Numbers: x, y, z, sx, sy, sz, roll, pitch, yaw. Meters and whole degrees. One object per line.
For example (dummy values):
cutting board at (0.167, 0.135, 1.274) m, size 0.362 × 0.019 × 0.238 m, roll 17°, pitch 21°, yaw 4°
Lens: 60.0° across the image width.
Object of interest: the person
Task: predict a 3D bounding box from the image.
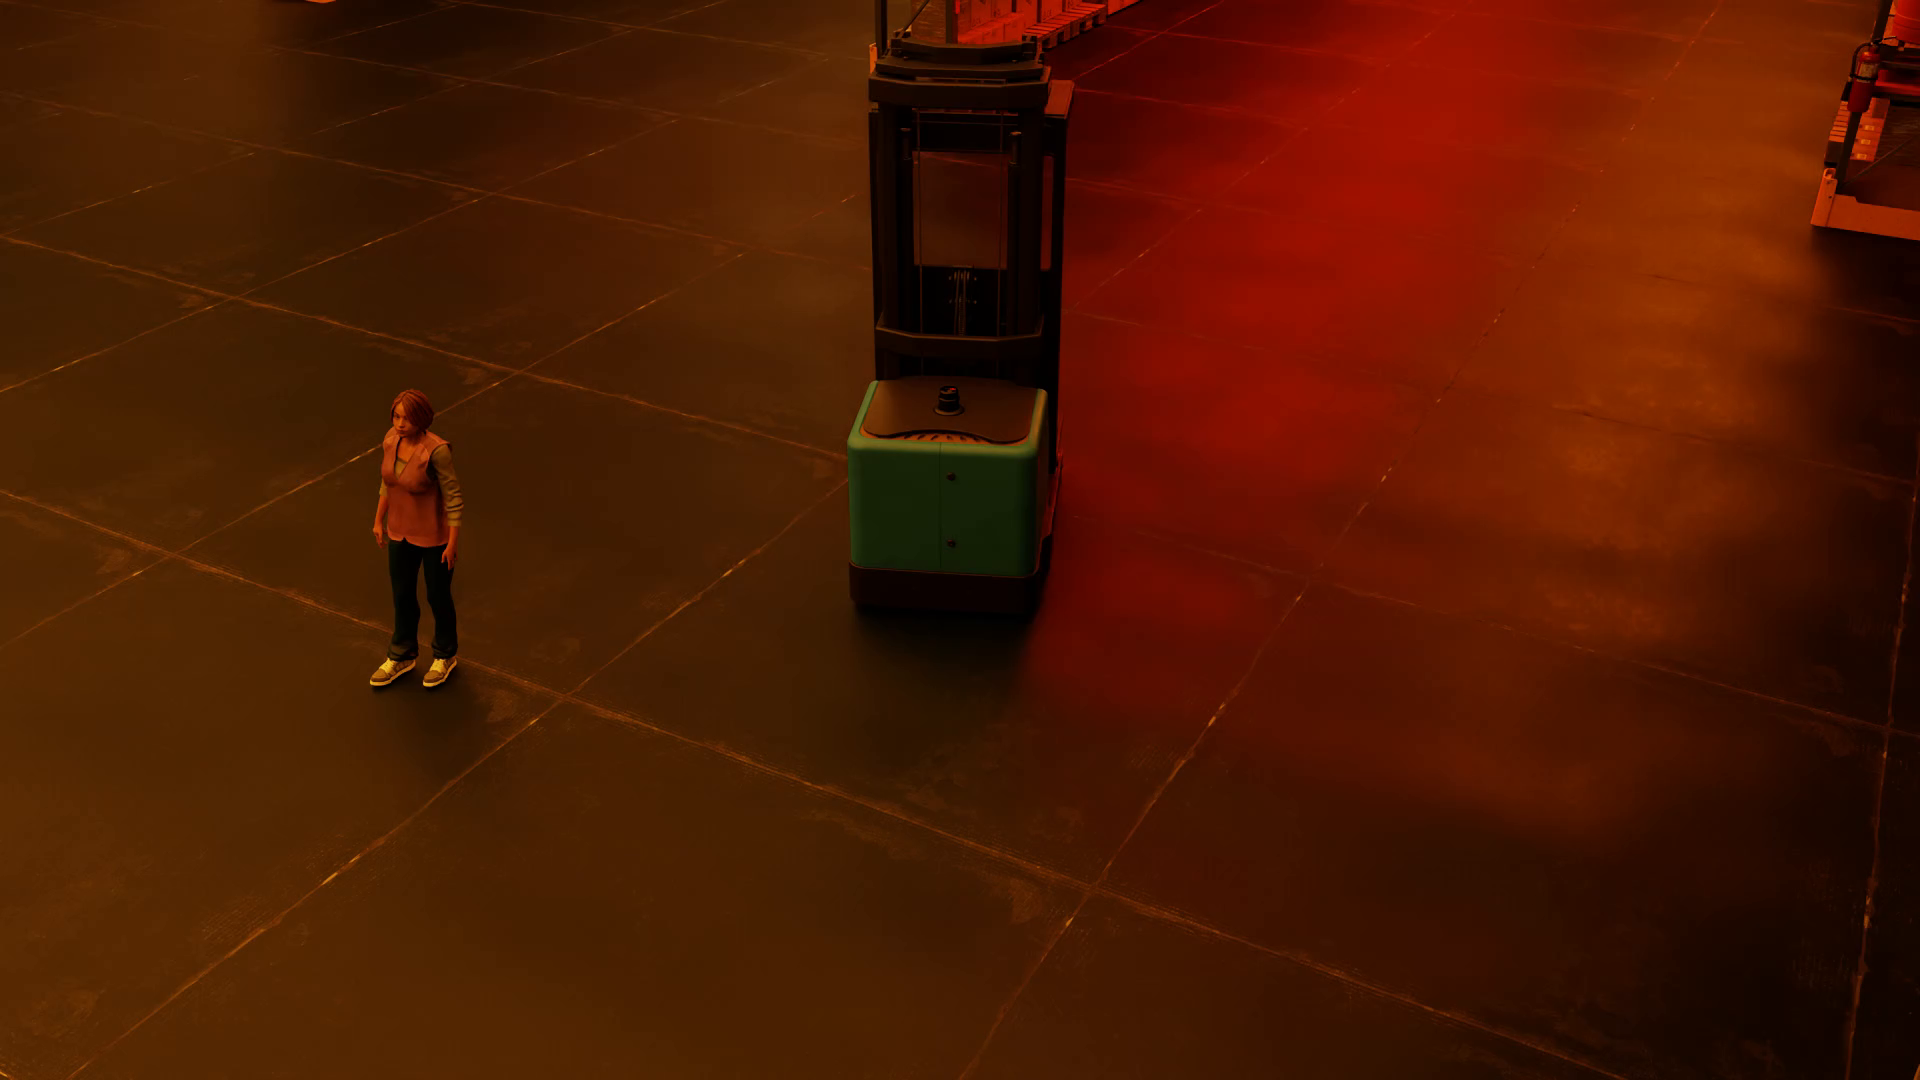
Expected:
person at (-2.759, 0.017, 8.362) m, size 0.522 × 1.597 × 0.474 m, roll 12°, pitch 32°, yaw 20°

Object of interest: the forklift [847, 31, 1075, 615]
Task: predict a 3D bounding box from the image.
forklift at (0.072, -1.572, 9.794) m, size 1.130 × 2.935 × 3.031 m, roll 3°, pitch 30°, yaw 6°
